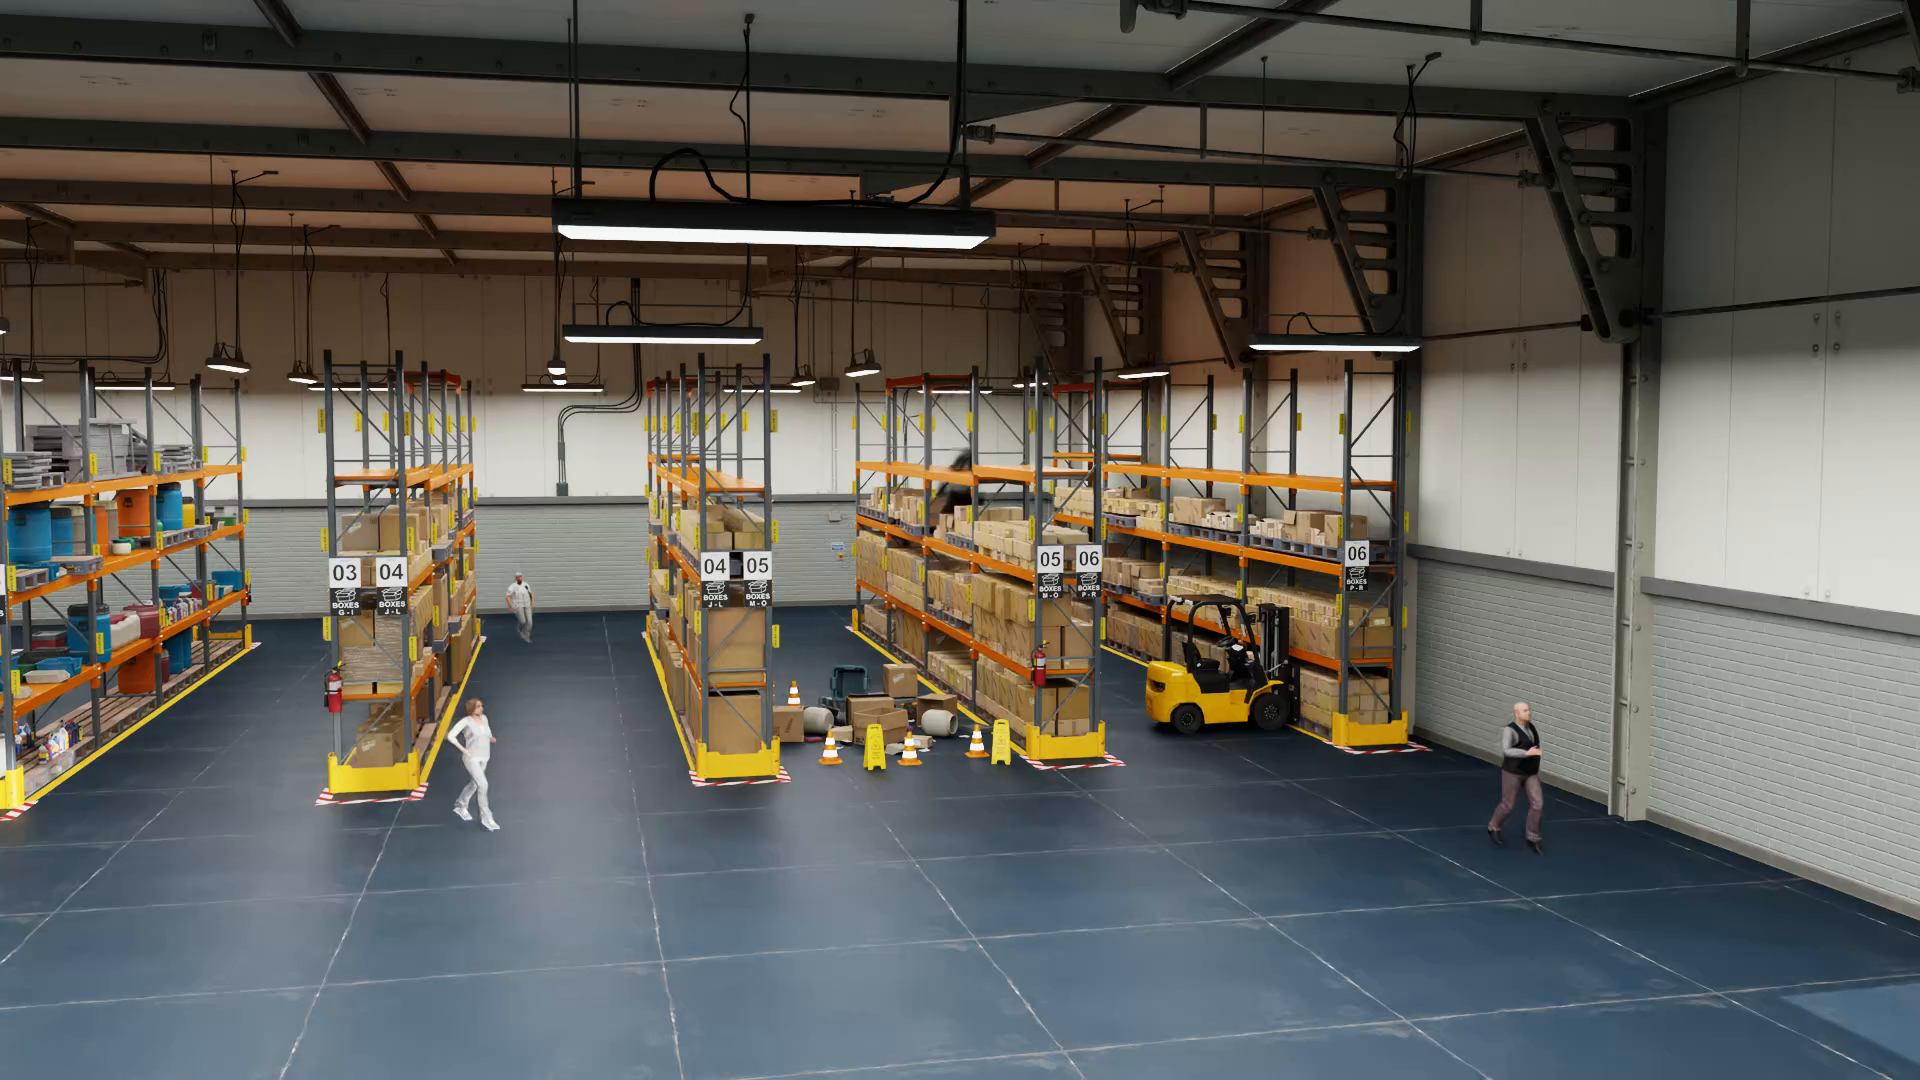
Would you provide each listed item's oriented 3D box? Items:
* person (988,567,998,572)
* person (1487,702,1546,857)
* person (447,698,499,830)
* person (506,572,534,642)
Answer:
[{"bbox_3d":[0.735,1.472,37.699,0.663,1.766,0.969,-1,4,-19],"label":"person"},{"bbox_3d":[6.546,2.785,19.495,0.645,1.795,0.808,-2,4,-25],"label":"person"},{"bbox_3d":[-6.021,2.750,20.604,0.773,1.616,0.539,2,4,24],"label":"person"},{"bbox_3d":[-10.051,1.554,38.198,0.643,1.625,0.502,-3,5,-36],"label":"person"}]
